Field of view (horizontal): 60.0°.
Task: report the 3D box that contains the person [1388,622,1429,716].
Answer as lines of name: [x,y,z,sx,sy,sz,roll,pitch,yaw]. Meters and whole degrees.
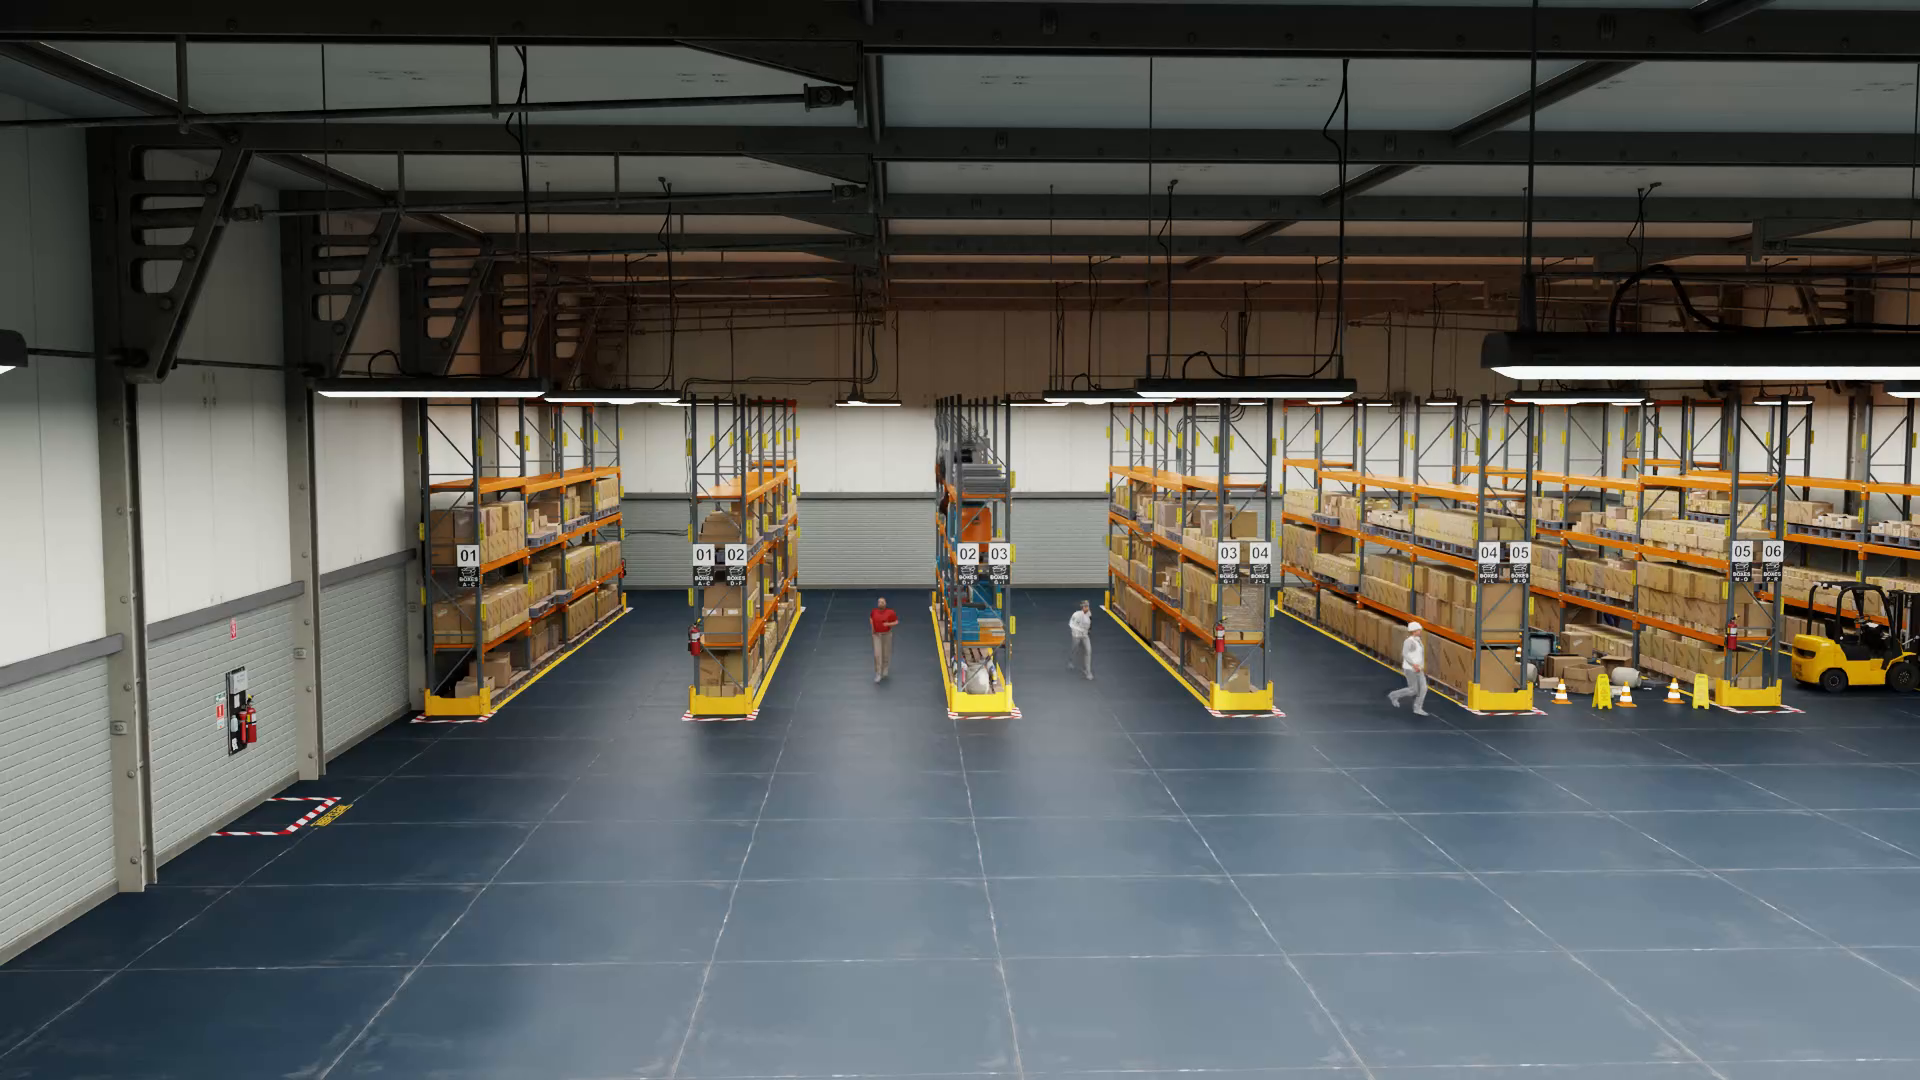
person: [8.461,2.406,31.253,0.752,1.762,0.680,3,6,36]

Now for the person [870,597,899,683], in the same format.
person: [-1.613,2.097,35.233,0.636,1.780,0.878,0,5,4]

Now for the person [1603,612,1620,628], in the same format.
person: [16.771,1.547,42.970,0.600,1.607,0.568,-1,5,-13]

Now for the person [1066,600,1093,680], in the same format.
person: [2.561,2.096,35.641,0.618,1.686,1.057,-2,5,-23]
